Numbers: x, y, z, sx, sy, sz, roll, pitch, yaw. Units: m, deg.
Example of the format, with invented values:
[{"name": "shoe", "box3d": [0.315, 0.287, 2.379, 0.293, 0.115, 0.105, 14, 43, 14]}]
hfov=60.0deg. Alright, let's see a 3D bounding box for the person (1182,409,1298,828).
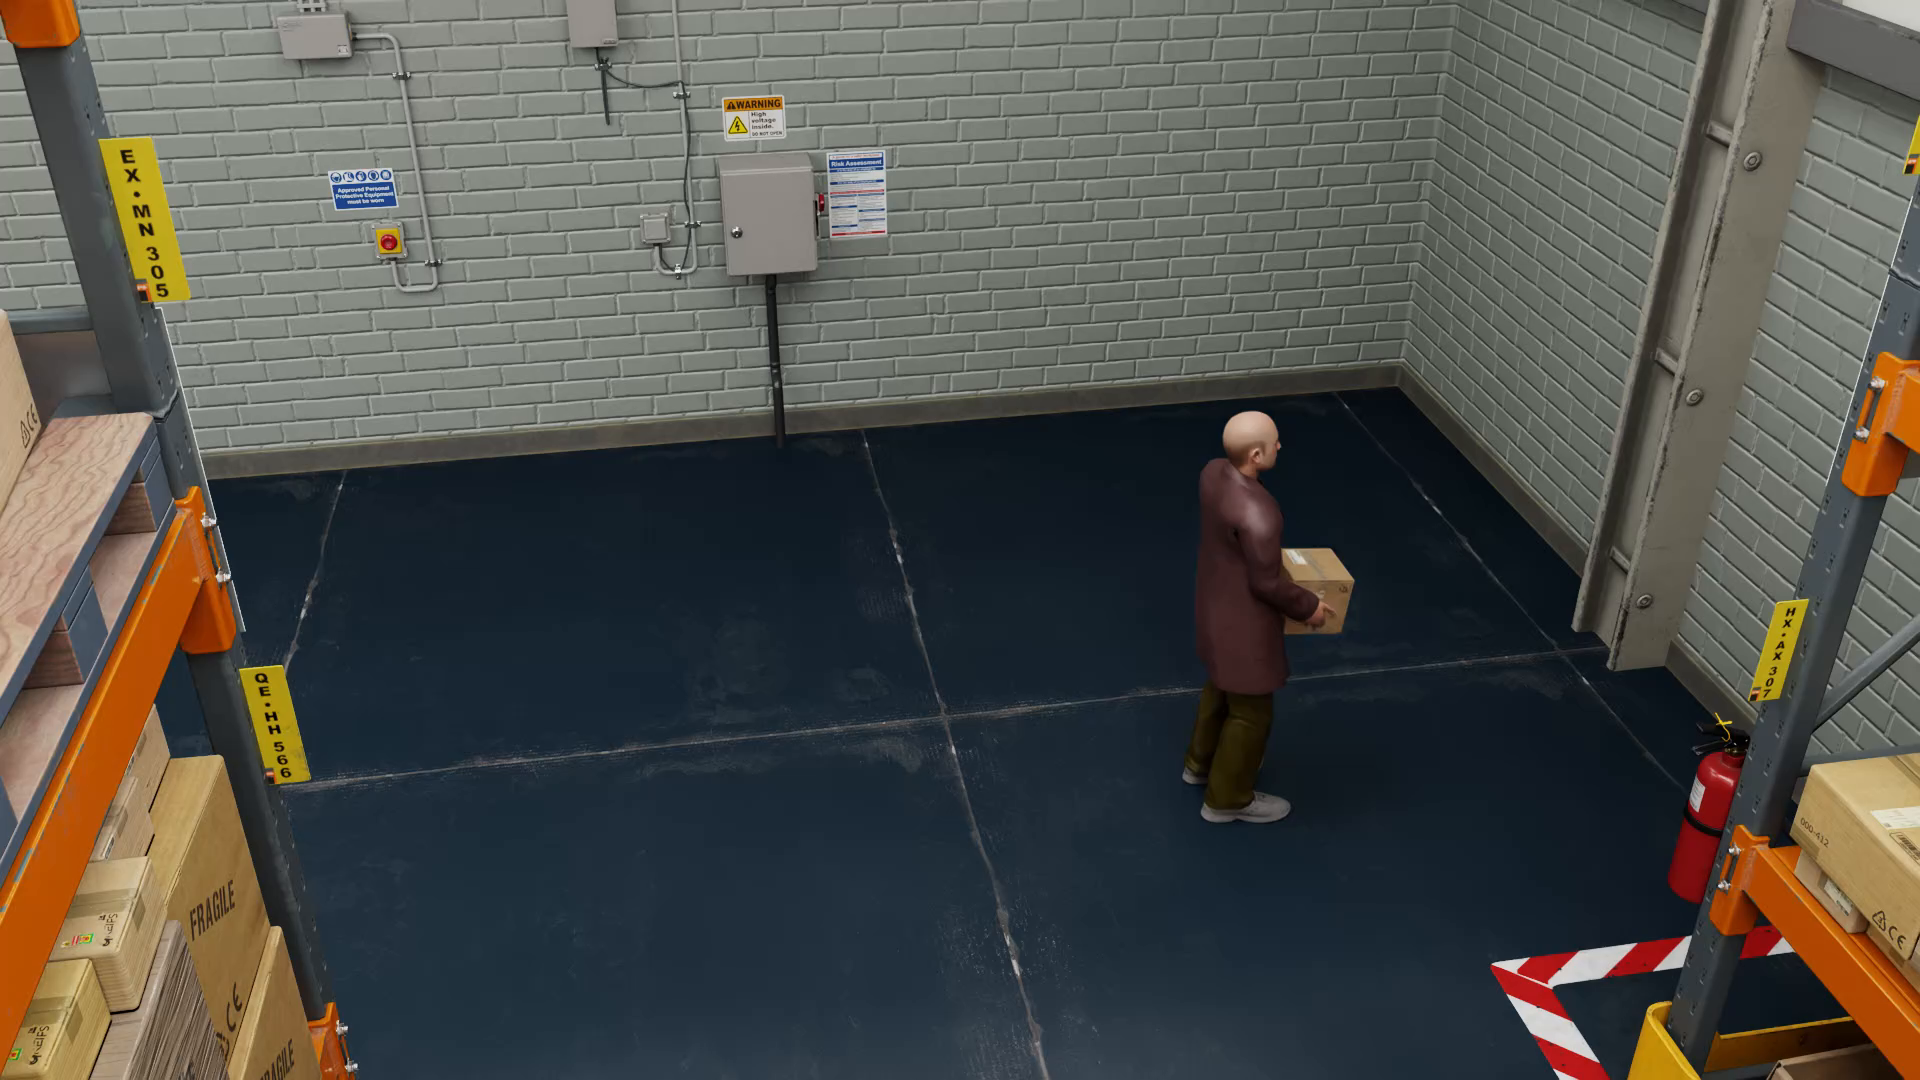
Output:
[{"name": "person", "box3d": [1.130, 0.300, 6.631, 0.426, 1.774, 0.617, -6, 31, -11]}]
